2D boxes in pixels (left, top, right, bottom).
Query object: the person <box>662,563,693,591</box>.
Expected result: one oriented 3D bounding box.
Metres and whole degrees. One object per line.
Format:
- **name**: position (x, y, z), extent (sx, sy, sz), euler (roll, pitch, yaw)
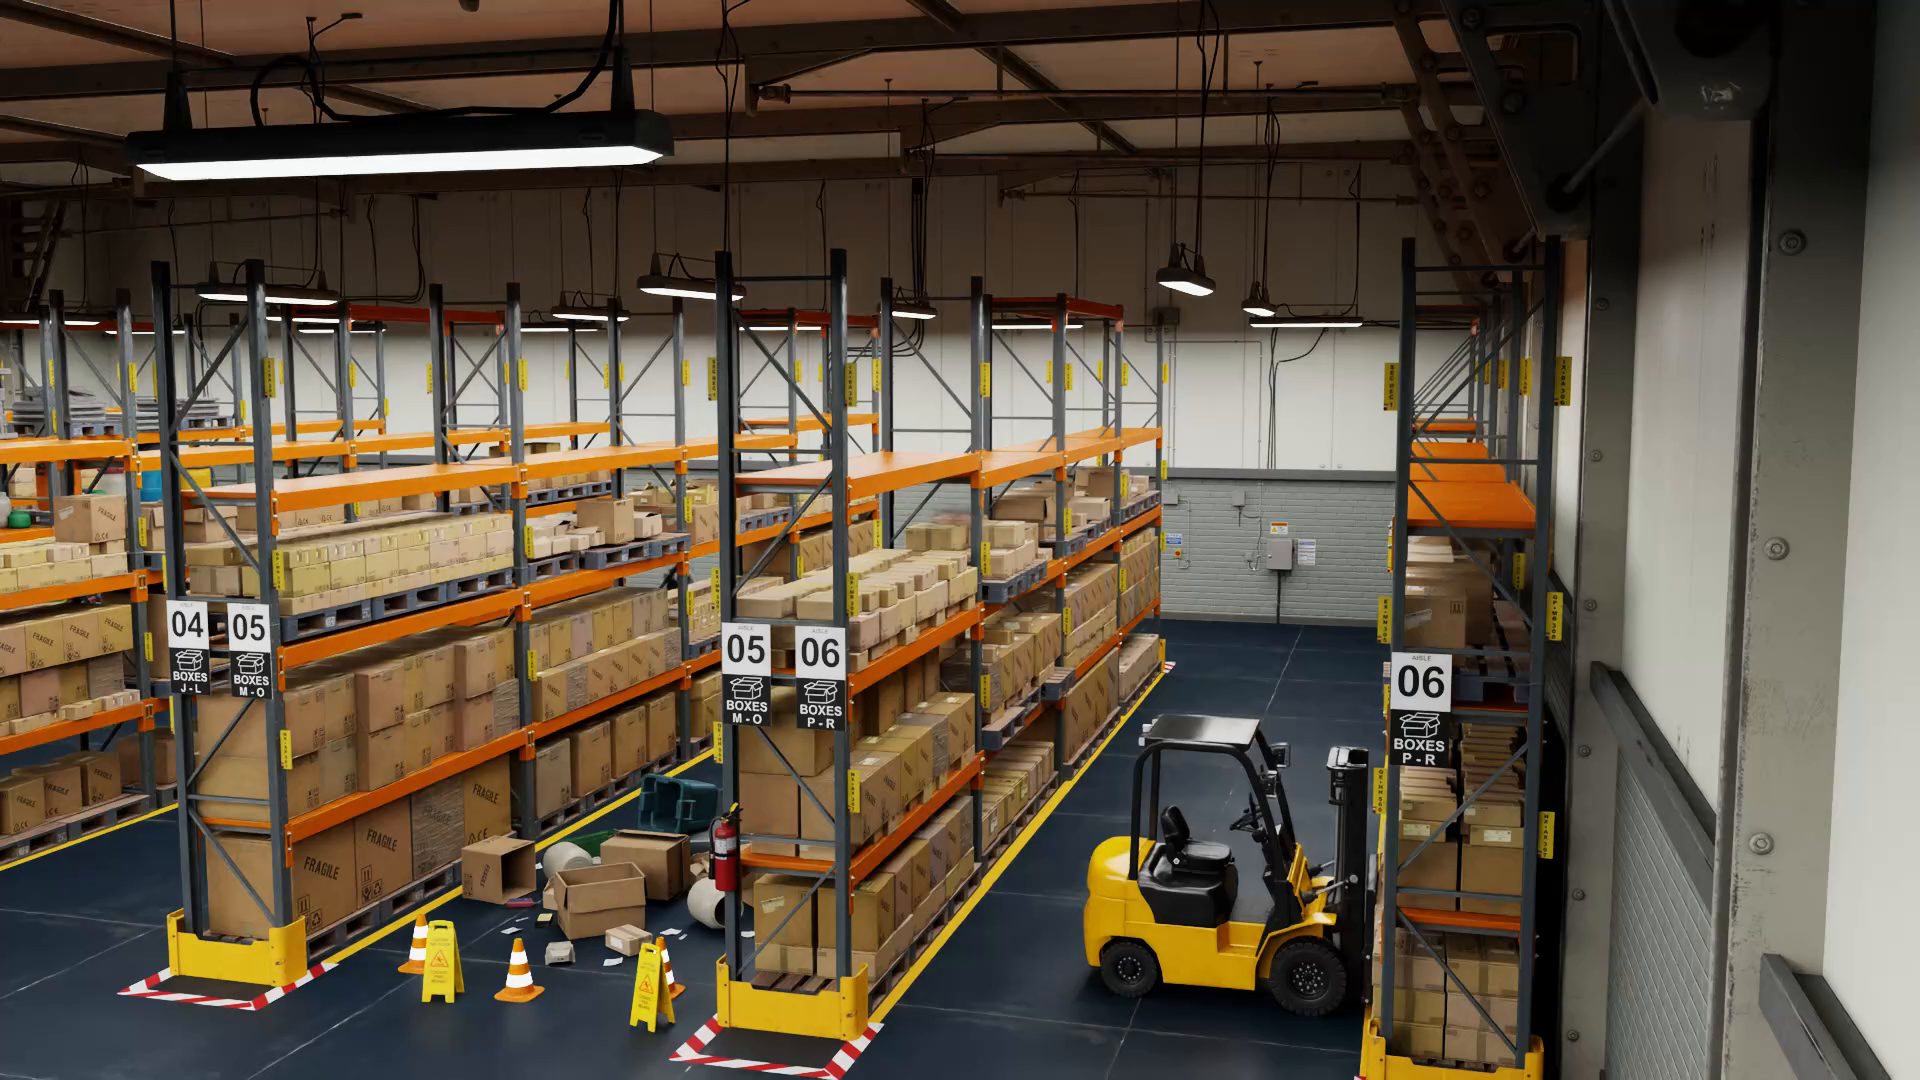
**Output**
- **person**: position (-5.185, 1.114, 30.429), extent (0.546, 1.669, 1.084), euler (1, 6, 13)
